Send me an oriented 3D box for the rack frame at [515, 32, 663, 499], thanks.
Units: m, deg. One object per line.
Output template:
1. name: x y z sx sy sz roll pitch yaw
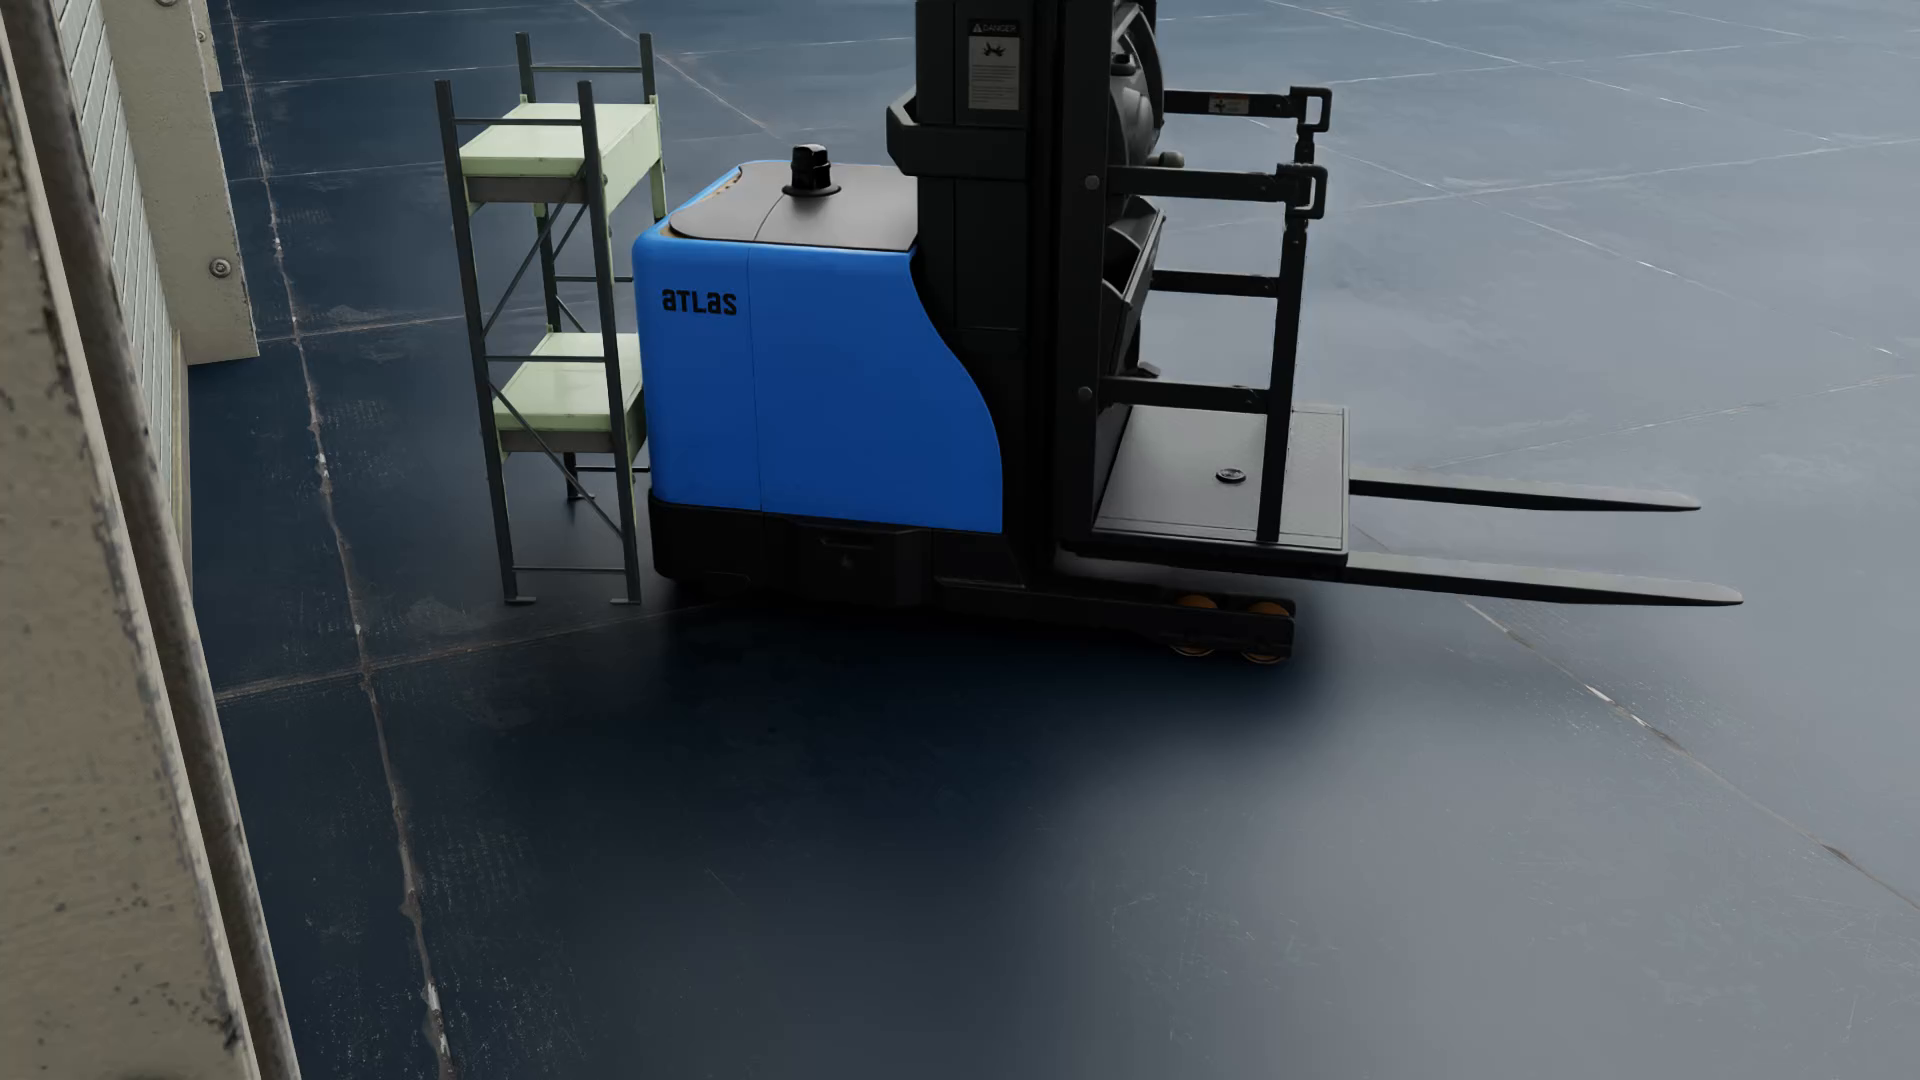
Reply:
1. rack frame: -1.104 -0.813 5.206 0.400 1.500 0.023 1 26 2

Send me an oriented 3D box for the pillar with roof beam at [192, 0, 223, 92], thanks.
1. pillar with roof beam: -1.468 -8.009 11.397 9.100 9.000 0.400 -11 28 -21

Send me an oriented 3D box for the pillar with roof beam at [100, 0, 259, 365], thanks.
1. pillar with roof beam: 0.882 -5.587 6.436 9.100 9.000 0.400 -11 28 -21

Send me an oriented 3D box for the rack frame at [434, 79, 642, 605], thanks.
1. rack frame: -1.134 -0.492 4.548 0.400 1.500 0.023 1 26 2

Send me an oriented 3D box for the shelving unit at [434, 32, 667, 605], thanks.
1. shelving unit: -1.119 -0.653 4.877 0.431 1.500 0.755 1 26 2

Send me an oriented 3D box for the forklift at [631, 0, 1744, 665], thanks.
1. forklift: 0.664 -1.232 4.433 3.031 2.935 1.130 5 27 11

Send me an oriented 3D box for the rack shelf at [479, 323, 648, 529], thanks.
1. rack shelf: -1.119 -0.360 5.020 0.431 0.370 0.720 1 26 2

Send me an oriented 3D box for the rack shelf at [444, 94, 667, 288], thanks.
1. rack shelf: -1.119 -1.003 4.706 0.431 0.370 0.720 1 26 2
